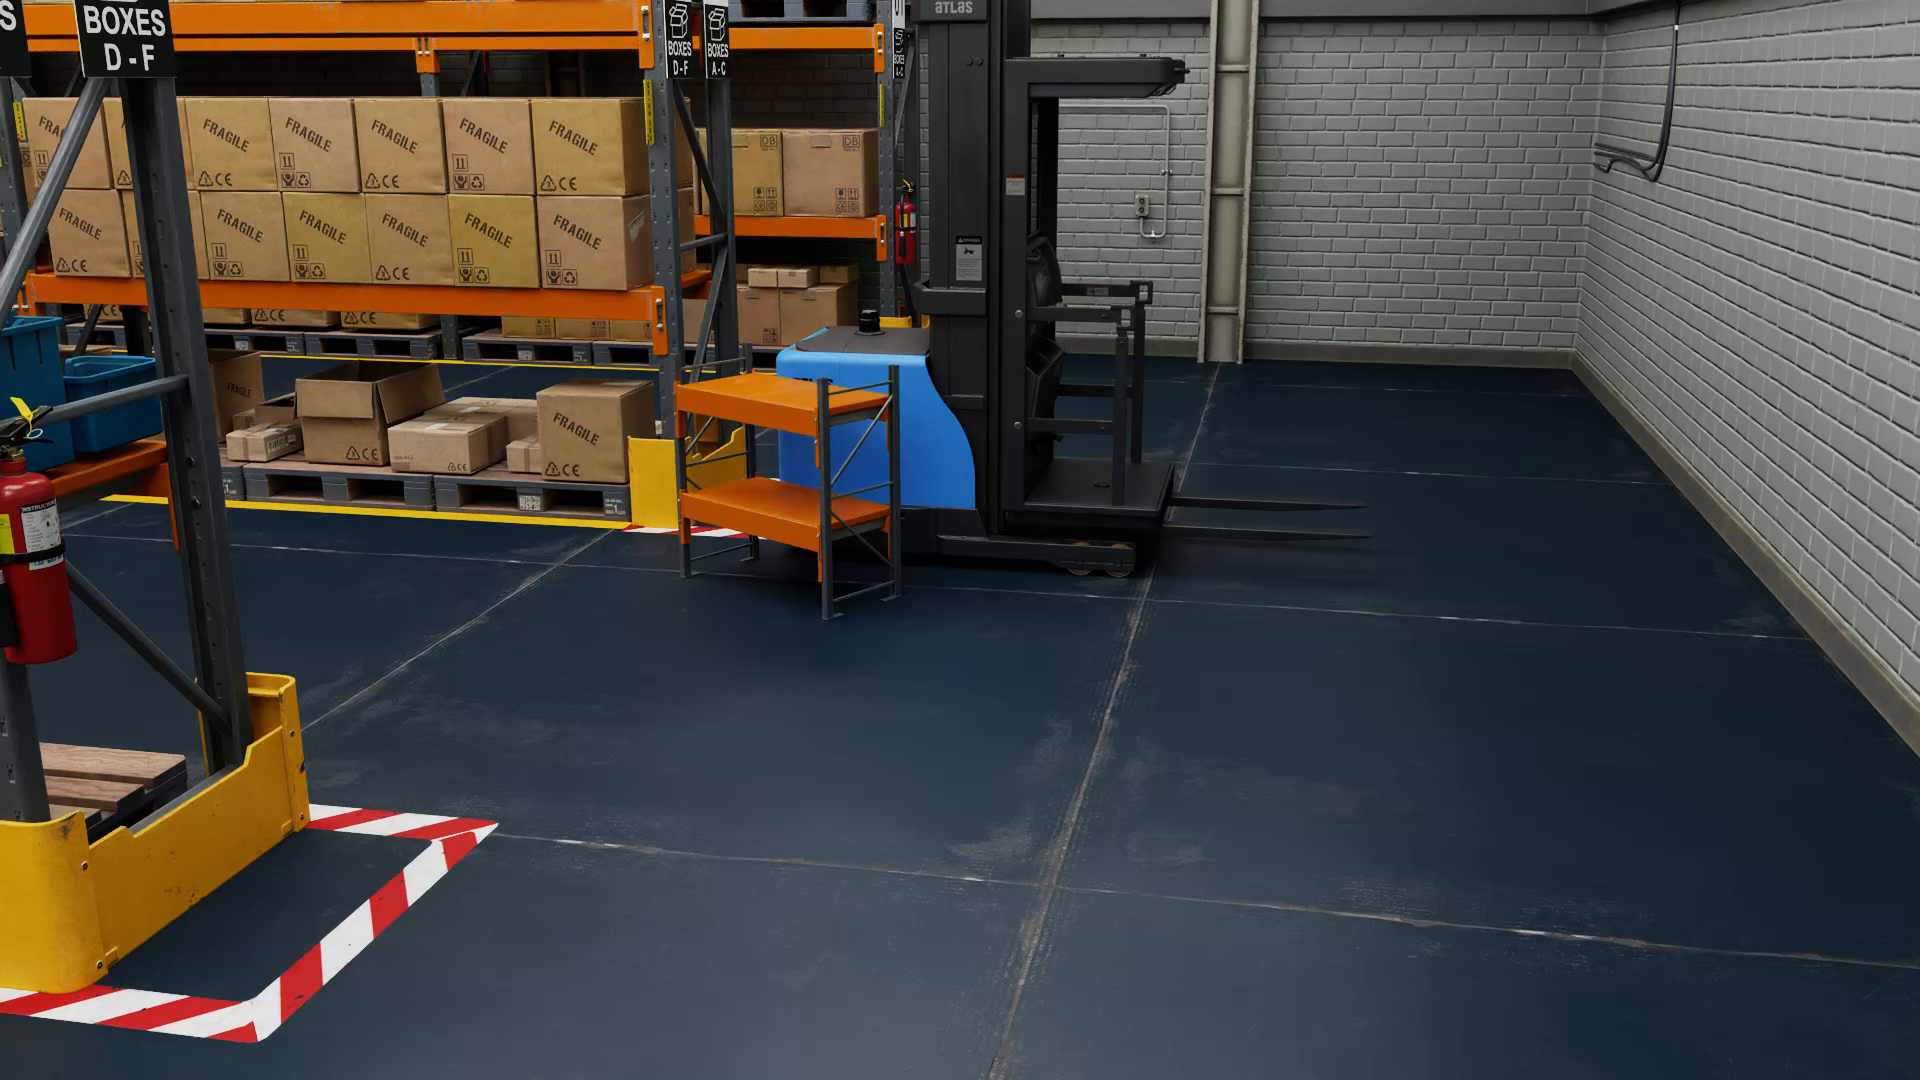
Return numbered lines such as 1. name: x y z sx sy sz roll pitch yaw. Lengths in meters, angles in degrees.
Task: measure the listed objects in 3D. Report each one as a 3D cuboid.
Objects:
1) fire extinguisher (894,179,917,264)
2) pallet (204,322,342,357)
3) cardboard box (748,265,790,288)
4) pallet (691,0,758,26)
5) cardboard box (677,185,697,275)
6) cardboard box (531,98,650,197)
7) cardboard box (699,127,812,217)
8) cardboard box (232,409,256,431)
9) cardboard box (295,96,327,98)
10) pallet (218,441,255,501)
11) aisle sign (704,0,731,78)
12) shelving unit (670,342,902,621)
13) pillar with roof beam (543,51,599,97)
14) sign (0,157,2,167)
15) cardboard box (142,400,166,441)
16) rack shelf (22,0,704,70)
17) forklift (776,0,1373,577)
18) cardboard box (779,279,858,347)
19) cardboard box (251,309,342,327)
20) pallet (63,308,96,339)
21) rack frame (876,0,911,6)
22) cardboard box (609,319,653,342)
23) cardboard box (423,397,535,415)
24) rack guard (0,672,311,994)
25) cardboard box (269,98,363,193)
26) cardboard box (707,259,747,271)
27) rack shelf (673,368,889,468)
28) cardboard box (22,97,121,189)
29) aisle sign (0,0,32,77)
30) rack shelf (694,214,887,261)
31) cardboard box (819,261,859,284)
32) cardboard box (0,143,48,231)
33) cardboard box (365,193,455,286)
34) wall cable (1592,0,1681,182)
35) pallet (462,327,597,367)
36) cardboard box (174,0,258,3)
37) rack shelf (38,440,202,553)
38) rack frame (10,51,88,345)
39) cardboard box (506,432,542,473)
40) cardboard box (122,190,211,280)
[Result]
1. fire extinguisher: -0.448 -2.612 13.645 0.183 0.674 0.296 3 16 11
2. pallet: -6.394 -1.912 15.500 1.213 0.211 1.003 3 16 11
3. cardboard box: -1.623 -2.252 14.182 0.250 0.149 0.380 4 16 13
4. pallet: -2.432 -4.461 14.026 1.213 0.211 1.003 3 16 11
5. cardboard box: -1.870 -1.802 9.692 0.500 0.500 0.500 3 16 12
6. cardboard box: -1.978 -2.143 9.050 0.500 0.500 0.500 3 16 11
7. cardboard box: -1.721 -3.162 14.228 0.700 0.700 0.980 3 16 11
8. cardboard box: -4.413 -0.752 10.604 0.250 0.149 0.380 3 16 11
9. cardboard box: -3.864 -2.392 9.947 0.500 0.500 0.500 3 16 12
10. pallet: -4.734 -0.494 10.379 1.213 0.211 1.003 3 16 11
11. aisle sign: -1.362 -2.988 9.288 0.004 0.787 0.394 3 16 11
12. shelving unit: -0.840 -0.313 8.015 1.048 1.125 0.538 13 20 40
13. pillar with roof beam: -4.423 -5.124 10.634 0.400 9.000 9.100 3 16 11
14. sign: -5.514 -2.287 9.460 0.005 0.325 0.100 3 16 11
15. cardboard box: -5.039 -0.712 10.155 0.500 0.311 0.500 3 16 11
16. rack shelf: -3.447 -2.867 9.451 4.000 0.370 1.077 3 16 11
17. forklift: 0.618 -1.380 8.485 3.031 2.935 1.130 3 16 11
18. cardboard box: -1.210 -1.966 14.368 0.500 0.500 0.700 3 16 11
19. cardboard box: -5.958 -2.384 15.219 0.750 0.750 0.750 4 16 13
20. pallet: -9.109 -2.081 16.110 1.213 0.211 1.003 3 16 11
21. rack frame: -0.504 -5.849 13.249 0.127 3.000 1.000 3 16 11
22. cardboard box: -2.717 -2.046 14.655 0.500 0.500 0.700 3 16 12
23. cardboard box: -2.944 -0.705 10.244 0.500 0.250 0.500 3 16 11
24. rack guard: -2.452 0.837 5.035 0.348 0.500 1.175 3 16 11
25. cardboard box: -3.486 -2.224 9.340 0.500 0.500 0.500 4 16 13
26. cardboard box: -2.039 -2.378 14.639 0.250 0.149 0.380 3 16 12
27. rack shelf: -0.840 -0.595 7.937 1.000 0.278 0.538 13 20 40
28. cardboard box: -5.002 -2.306 9.636 0.500 0.500 0.500 4 16 13
29. aisle sign: -2.466 -1.538 4.057 0.004 0.787 0.394 3 16 11
30. rack shelf: -2.464 -2.717 14.530 4.000 0.370 1.077 3 16 11
31. cardboard box: -1.048 -2.325 14.446 0.250 0.149 0.380 3 16 11
32. cardboard box: -5.827 -2.209 10.372 0.500 0.500 0.700 -2 16 -8
33. cardboard box: -2.978 -1.717 9.384 0.500 0.500 0.500 3 16 12
34. wall cable: 4.967 -3.958 12.240 0.112 2.526 3.097 3 16 11
35. pallet: -3.694 -1.766 14.971 1.213 0.211 1.003 3 16 11
36. cardboard box: -4.001 -3.102 9.235 0.500 0.250 0.500 3 16 11
37. rack shelf: -4.438 -0.126 5.174 4.000 0.370 1.077 3 16 11
38. rack frame: -8.344 -3.383 15.586 0.127 3.000 1.000 3 16 11
39. cardboard box: -2.448 -0.518 9.725 0.250 0.166 0.380 3 16 11
40. cardboard box: -4.460 -1.798 9.675 0.500 0.500 0.500 3 16 12
